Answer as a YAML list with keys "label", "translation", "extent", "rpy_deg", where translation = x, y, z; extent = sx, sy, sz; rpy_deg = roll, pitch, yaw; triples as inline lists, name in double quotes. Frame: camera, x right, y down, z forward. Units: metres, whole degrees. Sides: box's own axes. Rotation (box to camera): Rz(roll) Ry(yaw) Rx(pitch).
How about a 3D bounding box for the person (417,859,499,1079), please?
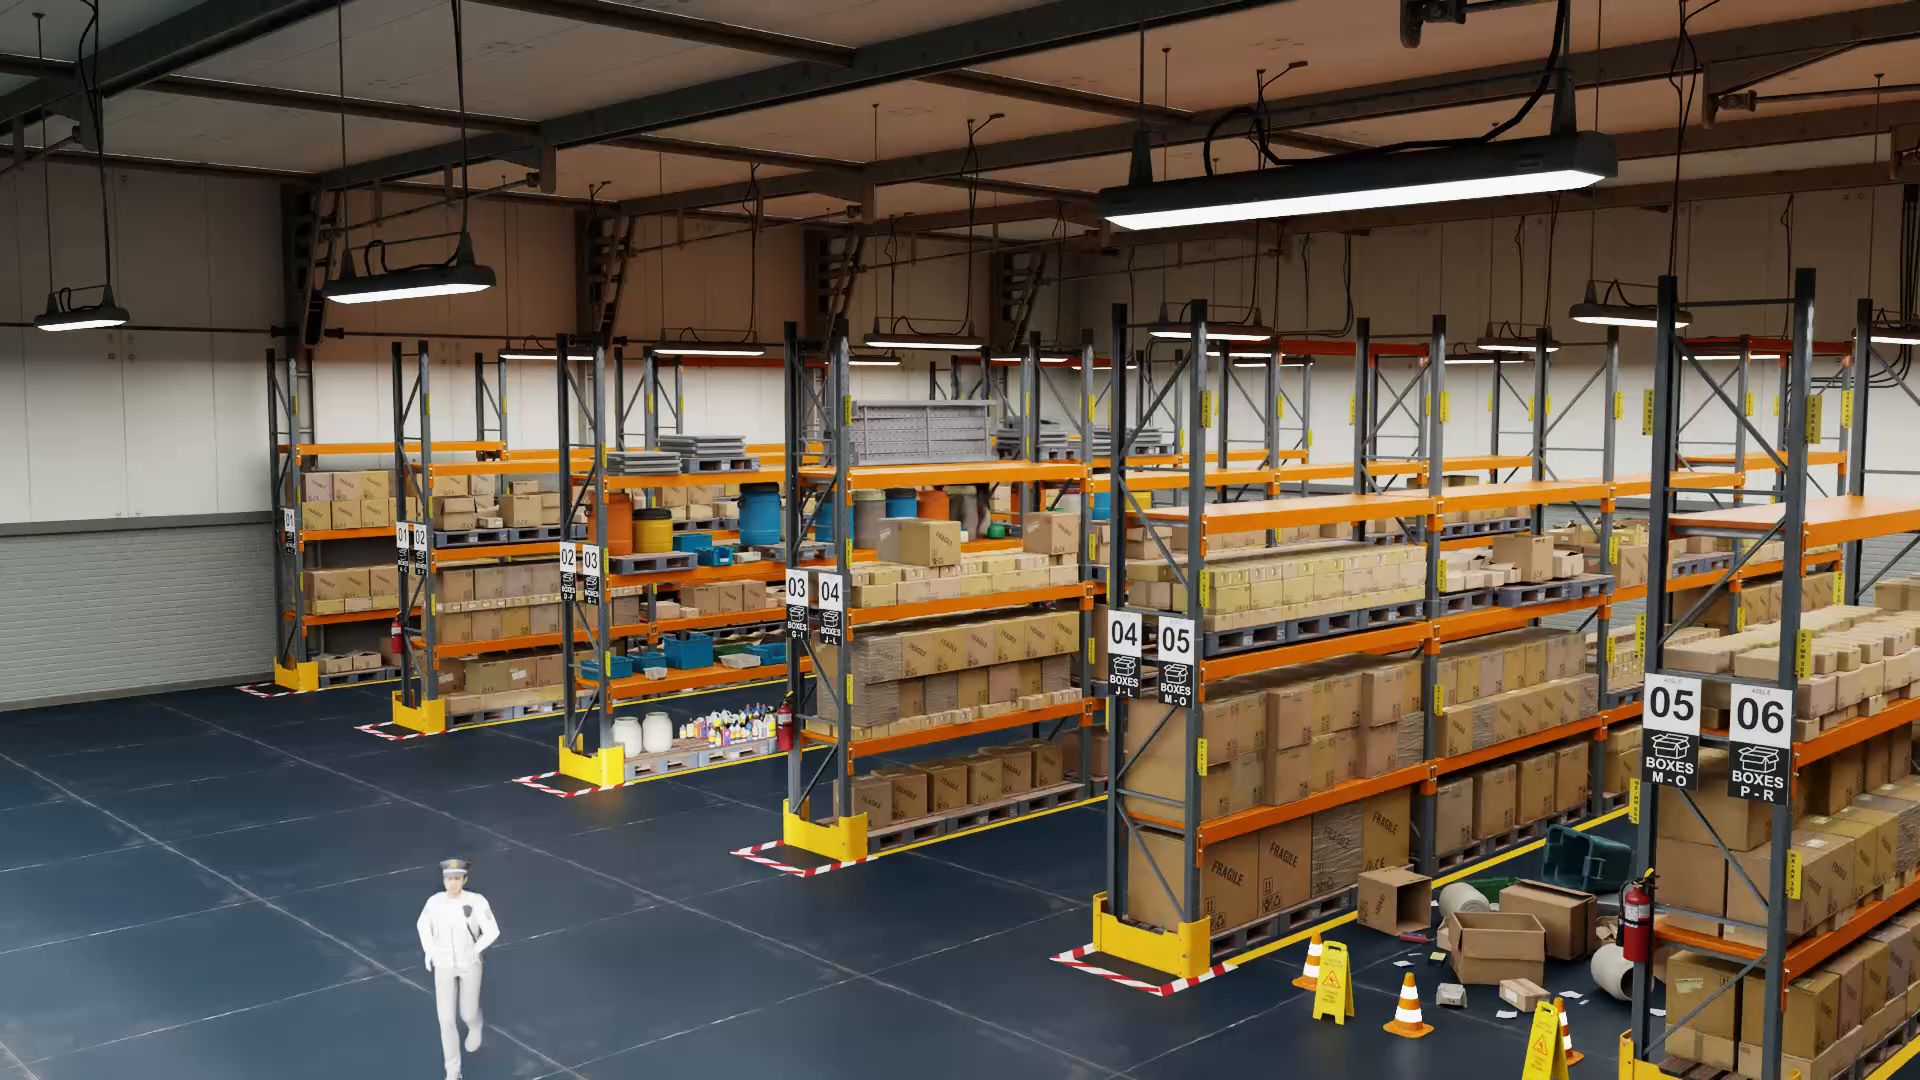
- label: "person"
  translation: [-3.802, 3.223, 12.584]
  extent: [0.627, 1.683, 0.860]
  rpy_deg: [-1, 5, -8]
